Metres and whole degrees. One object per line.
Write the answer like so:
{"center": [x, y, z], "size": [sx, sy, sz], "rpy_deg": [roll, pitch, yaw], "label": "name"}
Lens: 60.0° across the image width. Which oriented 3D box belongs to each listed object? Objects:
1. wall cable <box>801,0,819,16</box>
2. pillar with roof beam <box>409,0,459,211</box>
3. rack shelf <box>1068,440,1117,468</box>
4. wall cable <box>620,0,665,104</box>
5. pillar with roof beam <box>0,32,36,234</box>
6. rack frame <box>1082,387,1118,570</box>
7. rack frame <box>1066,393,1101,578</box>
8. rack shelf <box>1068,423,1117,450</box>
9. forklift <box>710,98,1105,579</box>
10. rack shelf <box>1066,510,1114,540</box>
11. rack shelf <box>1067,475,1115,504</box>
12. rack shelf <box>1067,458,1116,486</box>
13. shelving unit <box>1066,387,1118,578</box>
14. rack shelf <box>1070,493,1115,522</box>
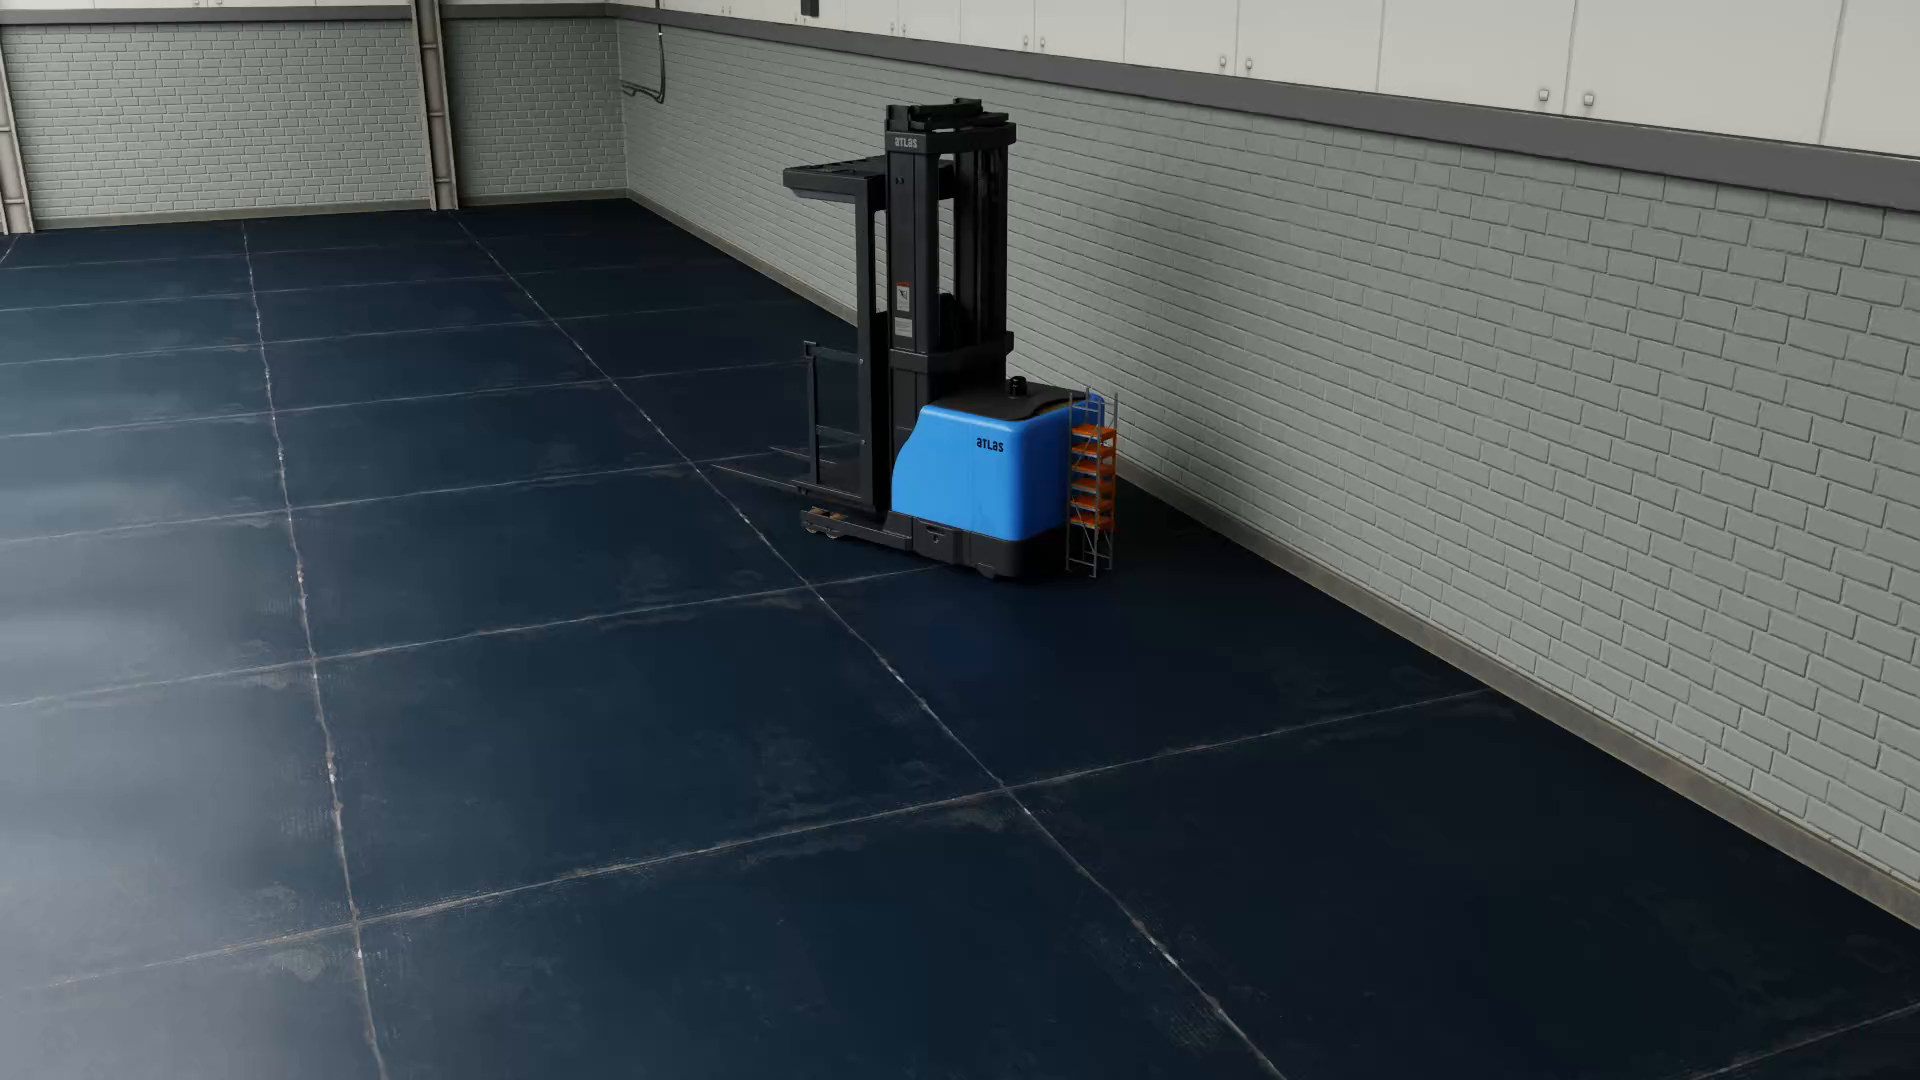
{"center": [-1.251, -8.227, 16.217], "size": [0.169, 6.003, 2.305], "rpy_deg": [-8, 21, -22], "label": "wall cable"}
{"center": [-6.520, -8.223, 21.326], "size": [0.400, 9.000, 9.100], "rpy_deg": [-8, 21, -22], "label": "pillar with roof beam"}
{"center": [0.849, -0.553, 10.696], "size": [0.258, 0.103, 0.180], "rpy_deg": [15, 24, 36], "label": "rack shelf"}
{"center": [-4.997, -8.055, 25.526], "size": [0.112, 2.526, 3.097], "rpy_deg": [-8, 21, -22], "label": "wall cable"}
{"center": [-12.029, -7.434, 19.084], "size": [0.400, 9.000, 9.100], "rpy_deg": [-8, 21, -22], "label": "pillar with roof beam"}
{"center": [0.907, -0.392, 10.828], "size": [0.240, 1.200, 0.006], "rpy_deg": [15, 24, 36], "label": "rack frame"}
{"center": [0.792, -0.344, 10.694], "size": [0.240, 1.200, 0.006], "rpy_deg": [15, 24, 36], "label": "rack frame"}
{"center": [0.849, -0.666, 10.656], "size": [0.258, 0.103, 0.180], "rpy_deg": [15, 24, 36], "label": "rack shelf"}
{"center": [-0.489, -1.513, 11.407], "size": [3.031, 2.935, 1.130], "rpy_deg": [15, 24, 36], "label": "forklift"}
{"center": [0.849, -0.100, 10.855], "size": [0.258, 0.103, 0.180], "rpy_deg": [15, 24, 36], "label": "rack shelf"}
{"center": [0.849, -0.326, 10.776], "size": [0.258, 0.103, 0.180], "rpy_deg": [15, 24, 36], "label": "rack shelf"}
{"center": [0.849, -0.439, 10.736], "size": [0.258, 0.103, 0.180], "rpy_deg": [15, 24, 36], "label": "rack shelf"}
{"center": [0.849, -0.368, 10.761], "size": [0.258, 1.200, 0.189], "rpy_deg": [15, 24, 36], "label": "shelving unit"}
{"center": [0.849, -0.213, 10.816], "size": [0.258, 0.103, 0.180], "rpy_deg": [15, 24, 36], "label": "rack shelf"}
